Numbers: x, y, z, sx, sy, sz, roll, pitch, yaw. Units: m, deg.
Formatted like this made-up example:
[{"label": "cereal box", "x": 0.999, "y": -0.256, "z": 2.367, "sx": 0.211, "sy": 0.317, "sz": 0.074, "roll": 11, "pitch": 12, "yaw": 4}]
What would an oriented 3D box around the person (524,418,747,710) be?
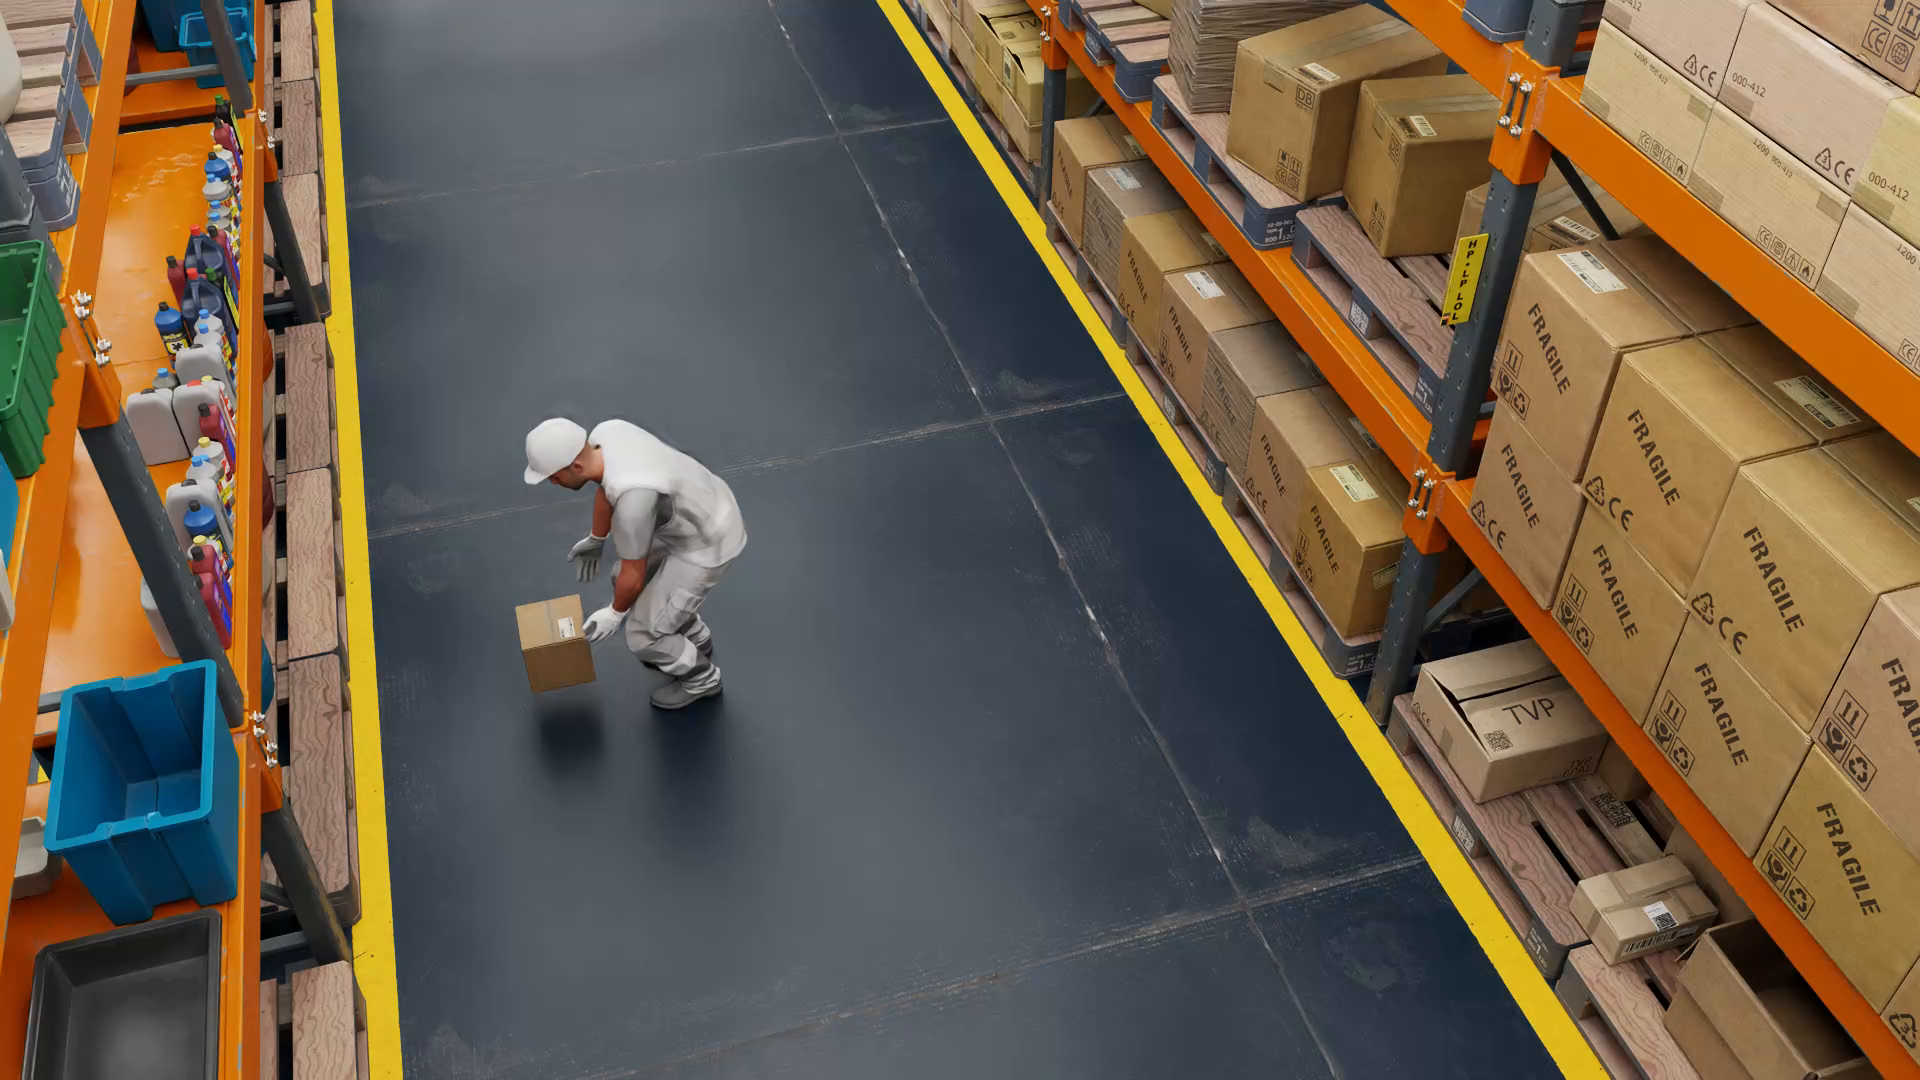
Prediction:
[{"label": "person", "x": -1.191, "y": 0.066, "z": 6.350, "sx": 0.765, "sy": 1.414, "sz": 0.584, "roll": -12, "pitch": 43, "yaw": -13}]
